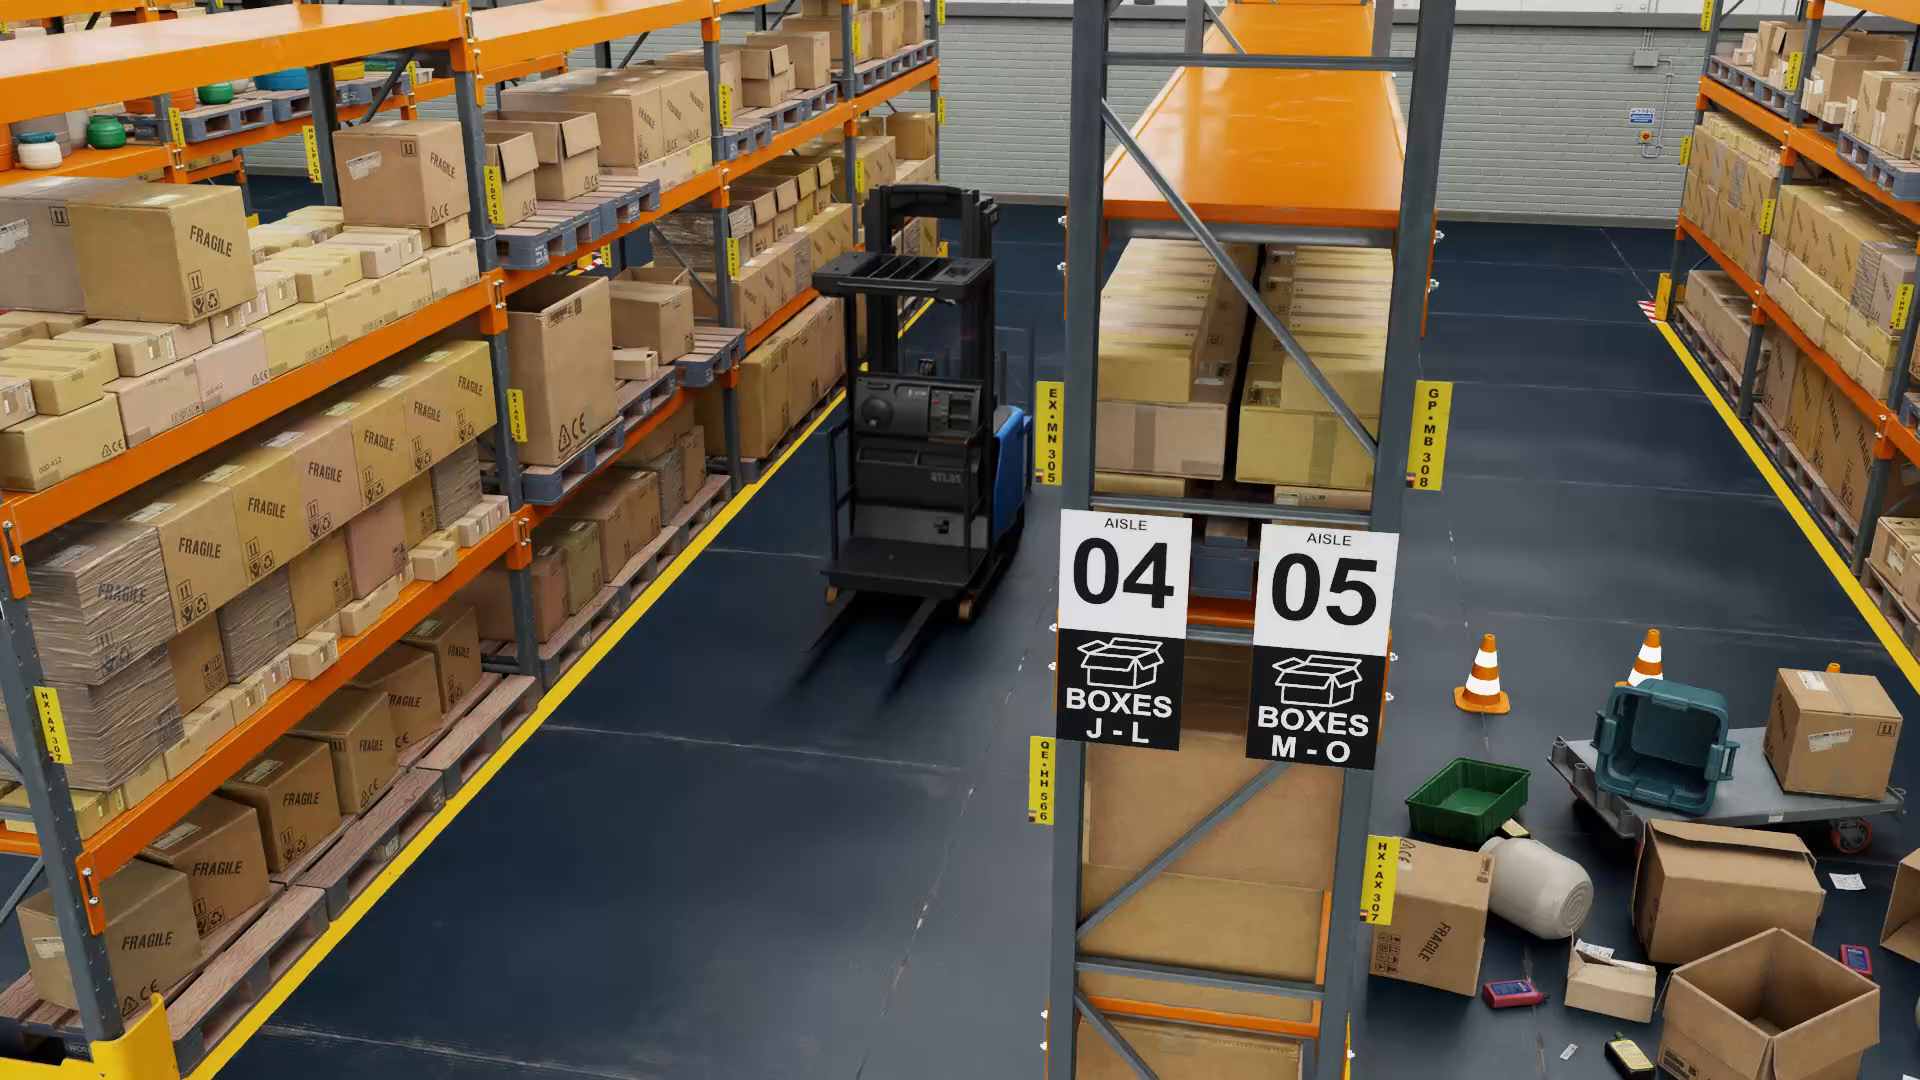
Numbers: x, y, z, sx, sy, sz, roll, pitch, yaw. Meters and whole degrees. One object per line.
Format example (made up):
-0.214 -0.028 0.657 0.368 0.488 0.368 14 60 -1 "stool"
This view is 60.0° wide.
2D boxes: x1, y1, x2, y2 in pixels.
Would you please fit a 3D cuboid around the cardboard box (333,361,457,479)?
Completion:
-3.134 -0.668 9.126 0.500 0.500 0.500 4 22 11 "cardboard box"

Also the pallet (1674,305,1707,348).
8.853 -2.429 19.103 1.003 0.211 1.213 4 22 11 "pallet"

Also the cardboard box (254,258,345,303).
-3.258 -1.272 8.147 0.380 0.149 0.250 6 23 13 "cardboard box"

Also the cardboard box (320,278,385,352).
-3.264 -1.146 8.370 0.500 0.250 0.500 4 22 11 "cardboard box"

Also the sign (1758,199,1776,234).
7.579 -3.038 15.618 0.100 0.325 0.005 4 22 11 "sign"

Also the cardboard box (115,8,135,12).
-10.730 -6.878 20.930 0.700 0.500 0.500 4 22 11 "cardboard box"

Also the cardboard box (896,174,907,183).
-0.911 -4.085 19.285 0.500 0.250 0.500 4 22 11 "cardboard box"

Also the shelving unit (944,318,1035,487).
0.254 -1.007 13.845 0.538 1.500 1.048 6 23 14 "shelving unit"

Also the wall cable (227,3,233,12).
-13.806 -9.293 28.539 3.097 2.526 0.112 4 22 11 "wall cable"

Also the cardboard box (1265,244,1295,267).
1.567 -1.107 7.178 0.500 0.250 0.500 4 22 10 "cardboard box"

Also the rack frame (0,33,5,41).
-11.276 -6.853 18.324 1.000 3.000 0.127 4 22 11 "rack frame"

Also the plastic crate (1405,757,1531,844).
2.871 1.468 9.380 0.450 0.188 0.662 7 21 42 "plastic crate"

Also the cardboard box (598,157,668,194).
-2.445 -2.614 12.015 0.500 0.250 0.500 5 22 12 "cardboard box"

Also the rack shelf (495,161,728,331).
-2.803 -2.177 11.692 1.077 0.370 4.000 4 22 11 "rack shelf"

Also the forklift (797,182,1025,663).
-0.356 -0.937 11.757 1.130 2.935 3.031 6 23 14 "forklift"

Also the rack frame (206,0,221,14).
-10.460 -8.316 21.957 1.000 3.000 0.127 4 22 11 "rack frame"

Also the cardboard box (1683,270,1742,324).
8.902 -2.779 19.105 0.875 0.438 0.875 4 22 9 "cardboard box"

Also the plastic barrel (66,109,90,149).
-7.607 -3.582 14.066 0.421 0.512 0.421 0 22 0 "plastic barrel"

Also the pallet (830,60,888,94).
-1.401 -4.962 17.764 1.003 0.211 1.213 4 22 11 "pallet"

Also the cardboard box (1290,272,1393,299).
1.396 -0.866 6.045 0.380 0.149 0.250 4 22 10 "cardboard box"

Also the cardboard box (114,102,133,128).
-10.589 -5.297 21.019 0.500 0.500 0.500 5 23 13 "cardboard box"

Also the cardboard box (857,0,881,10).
-1.184 -6.066 18.550 0.500 0.250 0.500 4 22 9 "cardboard box"

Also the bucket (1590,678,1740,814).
3.853 1.066 9.039 0.726 0.611 0.620 13 15 29 "bucket"

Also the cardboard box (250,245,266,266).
-3.790 -1.416 8.505 0.380 0.149 0.250 4 22 10 "cardboard box"

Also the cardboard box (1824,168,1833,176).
8.478 -3.560 15.837 0.380 0.149 0.250 5 22 12 "cardboard box"

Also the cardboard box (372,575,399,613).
-3.271 0.283 8.972 0.380 0.149 0.250 4 22 11 "cardboard box"

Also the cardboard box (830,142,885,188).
-1.122 -4.065 18.231 0.500 0.500 0.500 4 22 11 "cardboard box"

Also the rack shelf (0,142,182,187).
-7.652 -2.555 12.630 1.077 0.370 4.000 4 22 11 "rack shelf"

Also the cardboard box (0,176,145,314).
-3.959 -1.319 7.397 0.500 0.500 0.500 4 22 11 "cardboard box"

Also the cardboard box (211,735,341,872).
-3.649 1.364 8.736 0.500 0.500 0.500 7 23 16 "cardboard box"

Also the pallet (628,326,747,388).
-2.436 -1.493 13.303 1.213 0.211 1.003 4 22 11 "pallet"

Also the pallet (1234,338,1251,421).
1.196 -0.580 6.882 1.003 0.211 1.213 4 22 11 "pallet"

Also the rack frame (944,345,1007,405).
0.122 -0.823 13.390 0.500 1.500 0.032 6 23 14 "rack frame"

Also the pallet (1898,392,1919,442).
7.266 -0.738 11.427 1.213 0.211 1.003 4 22 11 "pallet"

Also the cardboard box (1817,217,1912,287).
7.471 -2.369 13.747 0.500 0.500 0.500 4 22 10 "cardboard box"

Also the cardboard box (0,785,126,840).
-3.736 1.105 6.930 0.380 0.149 0.250 4 22 11 "cardboard box"

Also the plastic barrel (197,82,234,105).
-6.802 -4.113 15.181 0.294 0.245 0.294 0 22 0 "plastic barrel"

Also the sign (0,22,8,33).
-10.732 -5.843 18.613 0.100 0.325 0.005 4 22 11 "sign"

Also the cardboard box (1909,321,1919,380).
6.988 -1.328 11.541 0.500 0.500 0.500 4 22 9 "cardboard box"

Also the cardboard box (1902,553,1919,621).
7.039 0.405 11.288 0.950 0.372 0.625 4 22 10 "cardboard box"

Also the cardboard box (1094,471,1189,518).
0.544 -0.174 5.394 0.380 0.149 0.250 4 22 11 "cardboard box"

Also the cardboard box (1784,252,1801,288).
7.678 -2.388 14.800 0.500 0.250 0.500 5 22 12 "cardboard box"

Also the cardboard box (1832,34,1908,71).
8.449 -4.436 15.509 0.500 0.500 0.500 5 22 12 "cardboard box"

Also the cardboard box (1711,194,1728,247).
8.277 -3.358 17.542 0.500 0.500 0.500 5 23 13 "cardboard box"

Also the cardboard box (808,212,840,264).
-1.514 -2.988 16.623 0.500 0.500 0.500 5 23 13 "cardboard box"

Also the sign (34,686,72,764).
-3.496 0.715 6.405 0.100 0.325 0.005 4 22 11 "sign"

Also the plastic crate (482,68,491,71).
-5.790 -5.649 19.702 0.437 0.136 0.530 4 22 11 "plastic crate"

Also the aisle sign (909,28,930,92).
-0.454 -5.986 20.722 0.394 0.787 0.004 4 22 11 "aisle sign"

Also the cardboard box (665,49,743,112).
-2.251 -4.034 14.645 0.500 0.500 0.500 6 23 14 "cardboard box"

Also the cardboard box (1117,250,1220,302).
0.804 -1.010 6.404 0.380 0.149 0.250 4 22 10 "cardboard box"

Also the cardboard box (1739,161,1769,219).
8.060 -3.447 16.425 0.500 0.500 0.500 4 22 10 "cardboard box"

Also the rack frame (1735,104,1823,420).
8.123 -2.558 15.691 1.000 3.000 0.127 4 22 11 "rack frame"

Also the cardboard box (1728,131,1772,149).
8.238 -4.160 17.326 0.380 0.149 0.250 4 22 10 "cardboard box"

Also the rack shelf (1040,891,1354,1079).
1.216 1.092 7.590 1.077 0.370 4.000 4 22 11 "rack shelf"

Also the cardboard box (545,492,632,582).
-2.835 -0.033 12.178 0.700 0.500 0.500 3 22 6 "cardboard box"

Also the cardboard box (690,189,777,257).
-2.094 -2.867 14.980 0.797 0.503 0.637 5 22 12 "cardboard box"
